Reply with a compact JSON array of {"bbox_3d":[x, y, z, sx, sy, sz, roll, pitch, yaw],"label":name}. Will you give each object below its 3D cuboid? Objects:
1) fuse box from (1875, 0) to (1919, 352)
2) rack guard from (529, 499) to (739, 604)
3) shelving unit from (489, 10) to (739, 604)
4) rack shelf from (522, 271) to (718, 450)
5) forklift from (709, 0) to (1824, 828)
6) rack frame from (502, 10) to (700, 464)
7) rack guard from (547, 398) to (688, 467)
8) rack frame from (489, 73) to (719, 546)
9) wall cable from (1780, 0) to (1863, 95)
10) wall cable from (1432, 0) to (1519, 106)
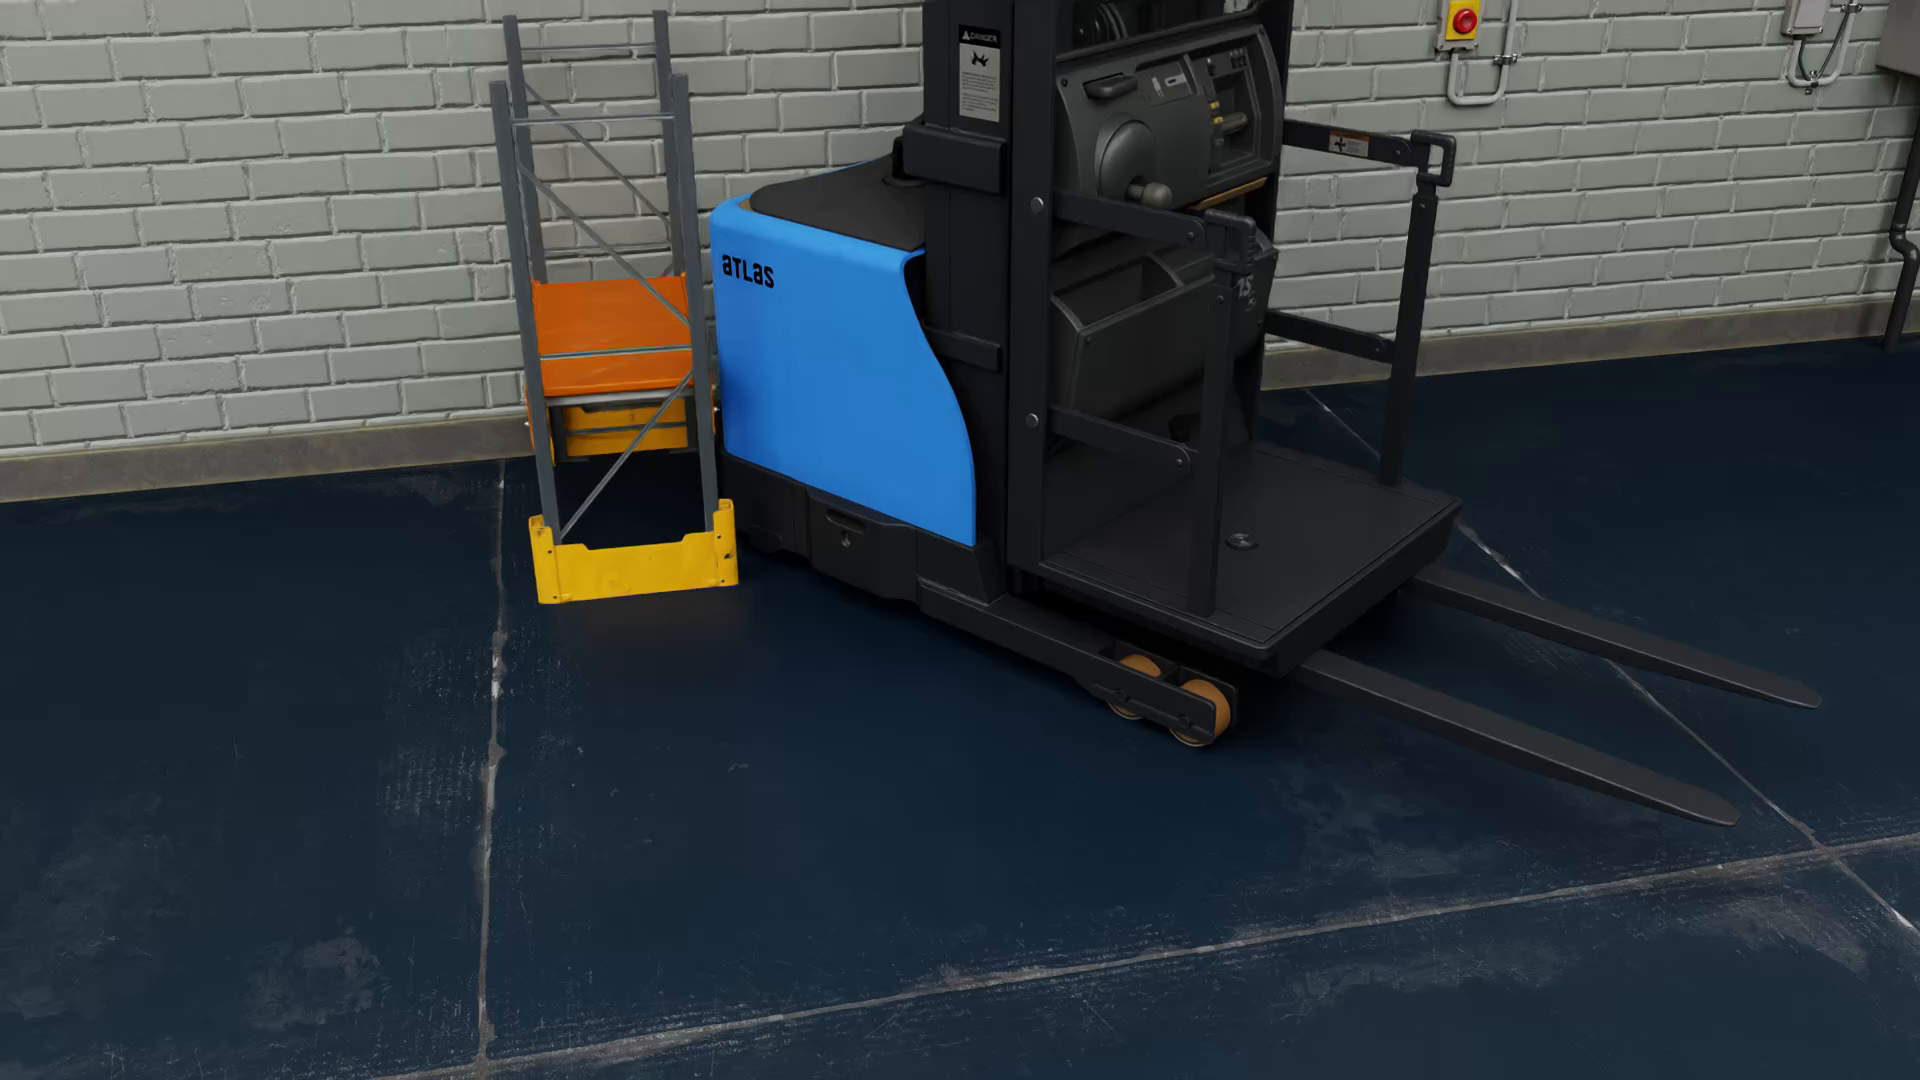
[{"bbox_3d":[3.825,-1.532,6.386,0.539,1.711,0.414,-6,27,-12],"label":"fuse box"},{"bbox_3d":[-0.957,0.033,4.908,0.587,0.250,0.087,-5,27,-11],"label":"rack guard"},{"bbox_3d":[-1.060,-0.745,5.061,0.587,1.500,1.083,-5,27,-11],"label":"shelving unit"},{"bbox_3d":[-1.058,-0.580,5.134,0.538,0.185,1.000,-5,27,-11],"label":"rack shelf"},{"bbox_3d":[0.709,-1.054,4.086,3.031,2.935,1.130,21,33,35],"label":"forklift"},{"bbox_3d":[-1.163,-0.965,5.497,0.500,1.500,0.032,-5,27,-11],"label":"rack frame"},{"bbox_3d":[-1.163,-0.406,5.778,0.587,0.250,0.087,-5,27,-11],"label":"rack guard"},{"bbox_3d":[-0.953,-0.517,4.609,0.500,1.500,0.032,-5,27,-11],"label":"rack frame"},{"bbox_3d":[3.125,-2.560,5.866,0.588,1.984,0.122,-6,27,-12],"label":"wall cable"},{"bbox_3d":[1.746,-2.425,5.564,0.585,1.953,0.123,-6,27,-12],"label":"wall cable"}]
